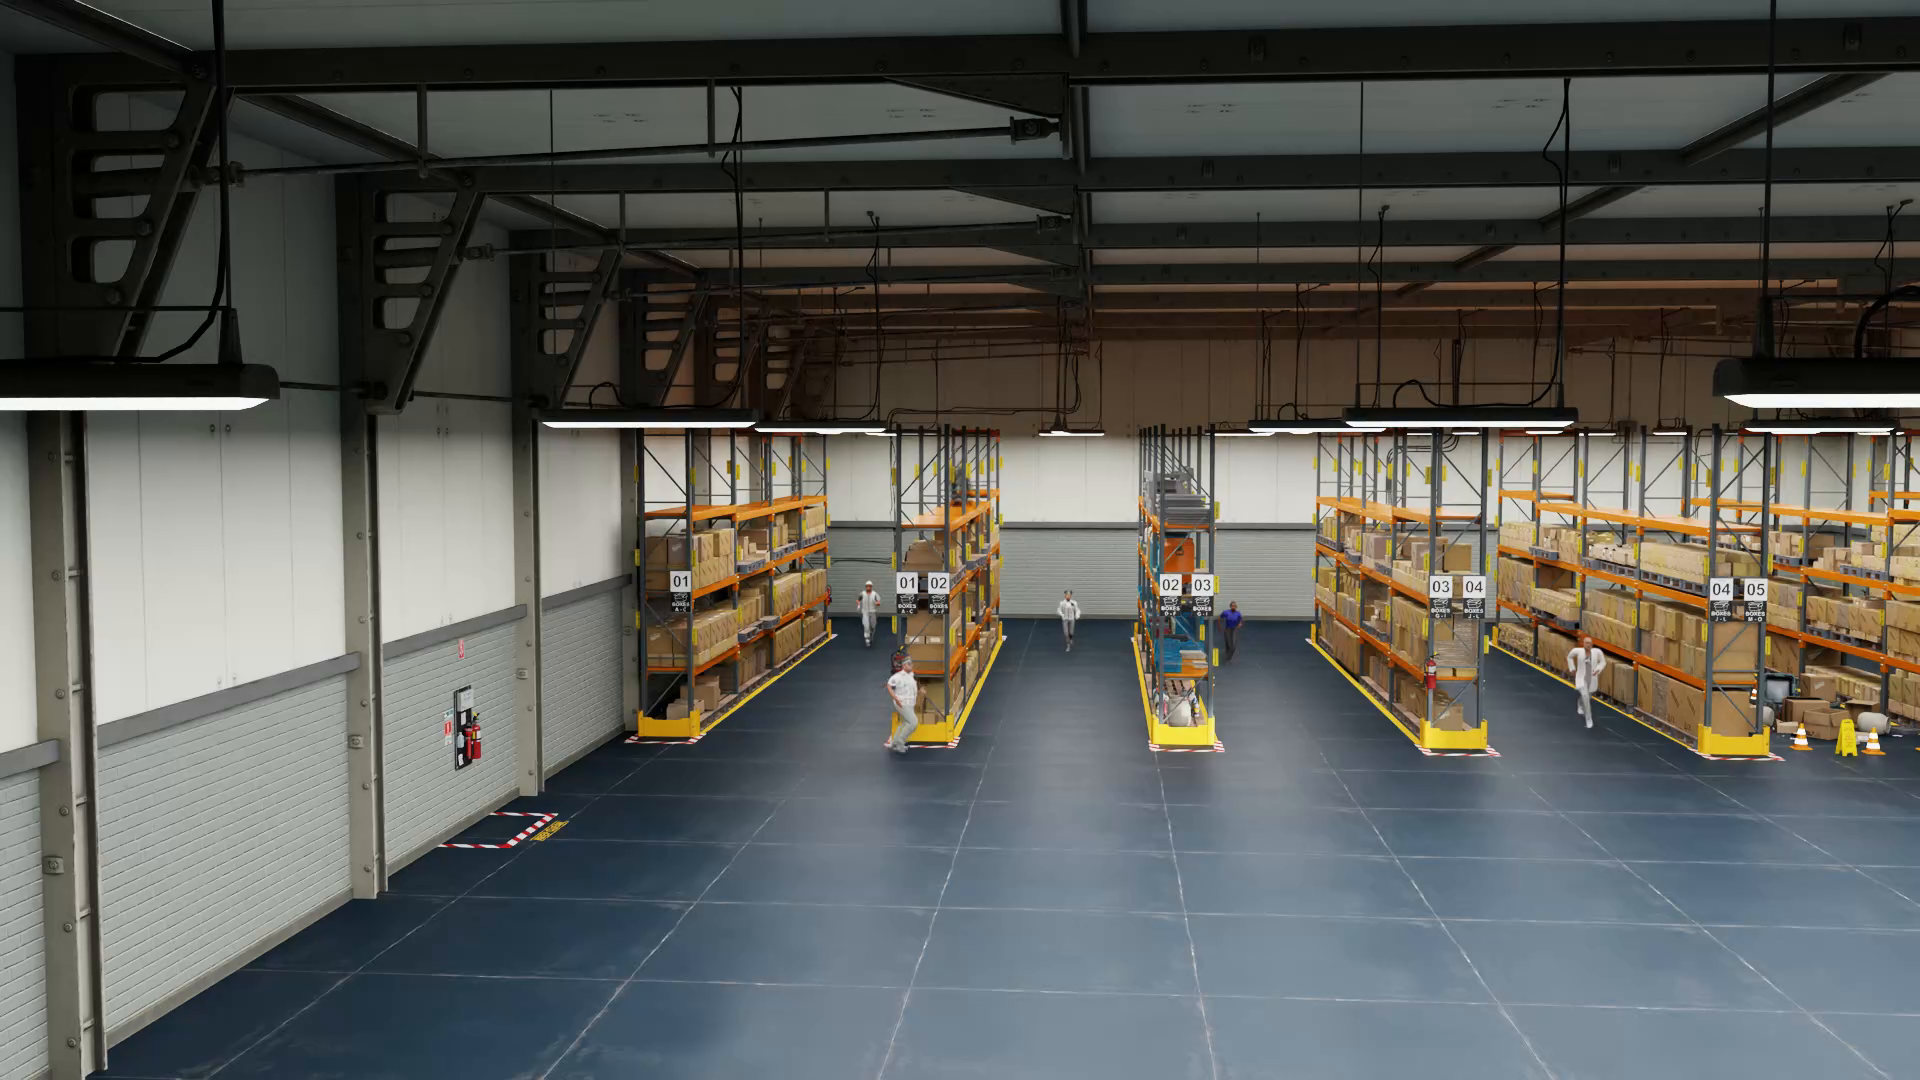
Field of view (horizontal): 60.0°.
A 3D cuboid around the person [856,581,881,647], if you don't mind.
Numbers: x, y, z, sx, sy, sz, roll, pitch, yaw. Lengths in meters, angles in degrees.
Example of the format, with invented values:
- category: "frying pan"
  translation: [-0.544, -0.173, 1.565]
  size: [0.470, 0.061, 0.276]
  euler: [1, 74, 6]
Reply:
- category: "person"
  translation: [-2.508, 2.021, 45.818]
  size: [0.661, 1.766, 1.000]
  euler: [0, 4, -8]

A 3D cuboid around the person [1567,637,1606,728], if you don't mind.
- category: "person"
  translation: [12.580, 2.818, 33.430]
  size: [0.712, 1.779, 1.185]
  euler: [0, 3, 7]

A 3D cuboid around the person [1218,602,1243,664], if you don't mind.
- category: "person"
  translation: [6.889, 2.366, 42.314]
  size: [0.615, 1.606, 0.643]
  euler: [0, 3, 0]

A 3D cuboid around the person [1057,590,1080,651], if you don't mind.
- category: "person"
  translation: [2.911, 2.172, 44.963]
  size: [0.567, 1.649, 0.554]
  euler: [0, 3, 5]

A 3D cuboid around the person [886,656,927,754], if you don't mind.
- category: "person"
  translation: [-0.950, 3.006, 30.334]
  size: [0.692, 1.798, 0.632]
  euler: [1, 4, 22]
